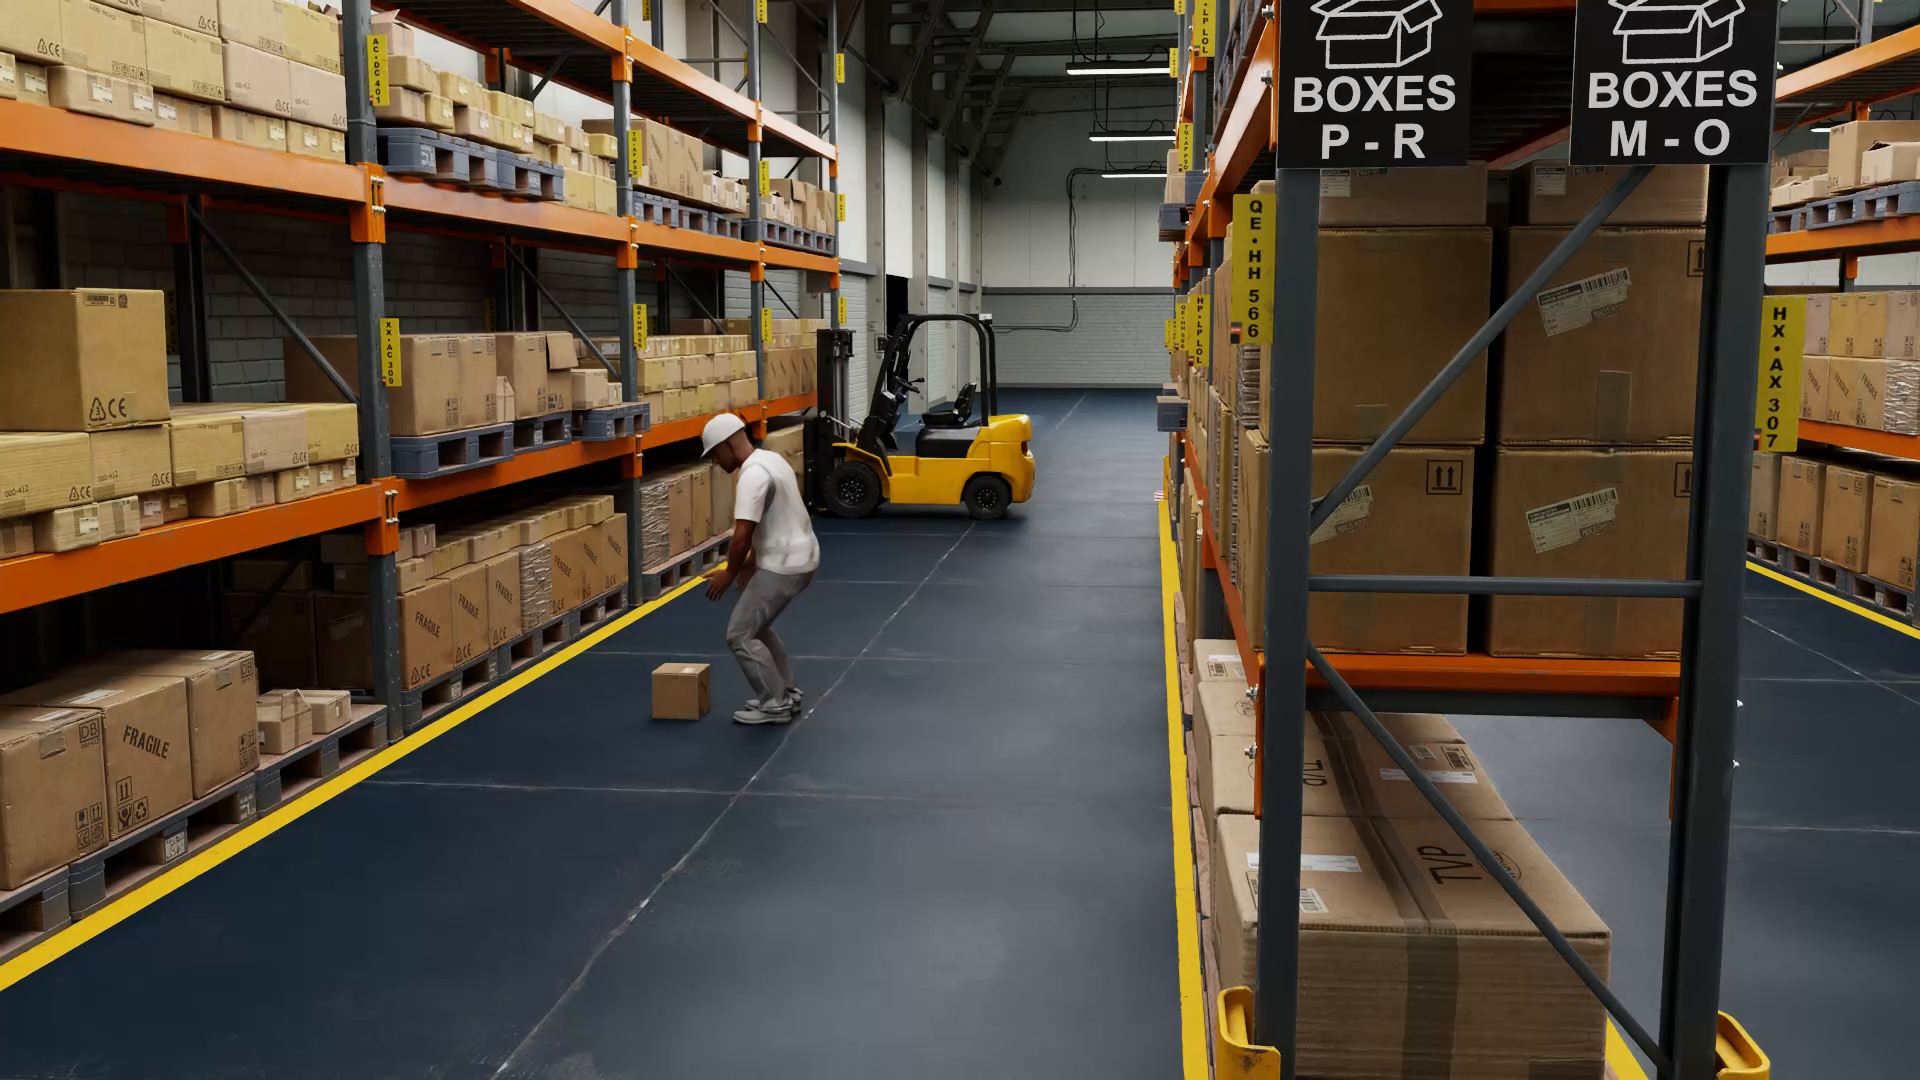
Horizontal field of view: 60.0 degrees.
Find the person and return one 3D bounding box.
[{"bbox_3d":[-1.047,0.145,8.696,0.599,1.613,0.612,1,8,7],"label":"person"}]
